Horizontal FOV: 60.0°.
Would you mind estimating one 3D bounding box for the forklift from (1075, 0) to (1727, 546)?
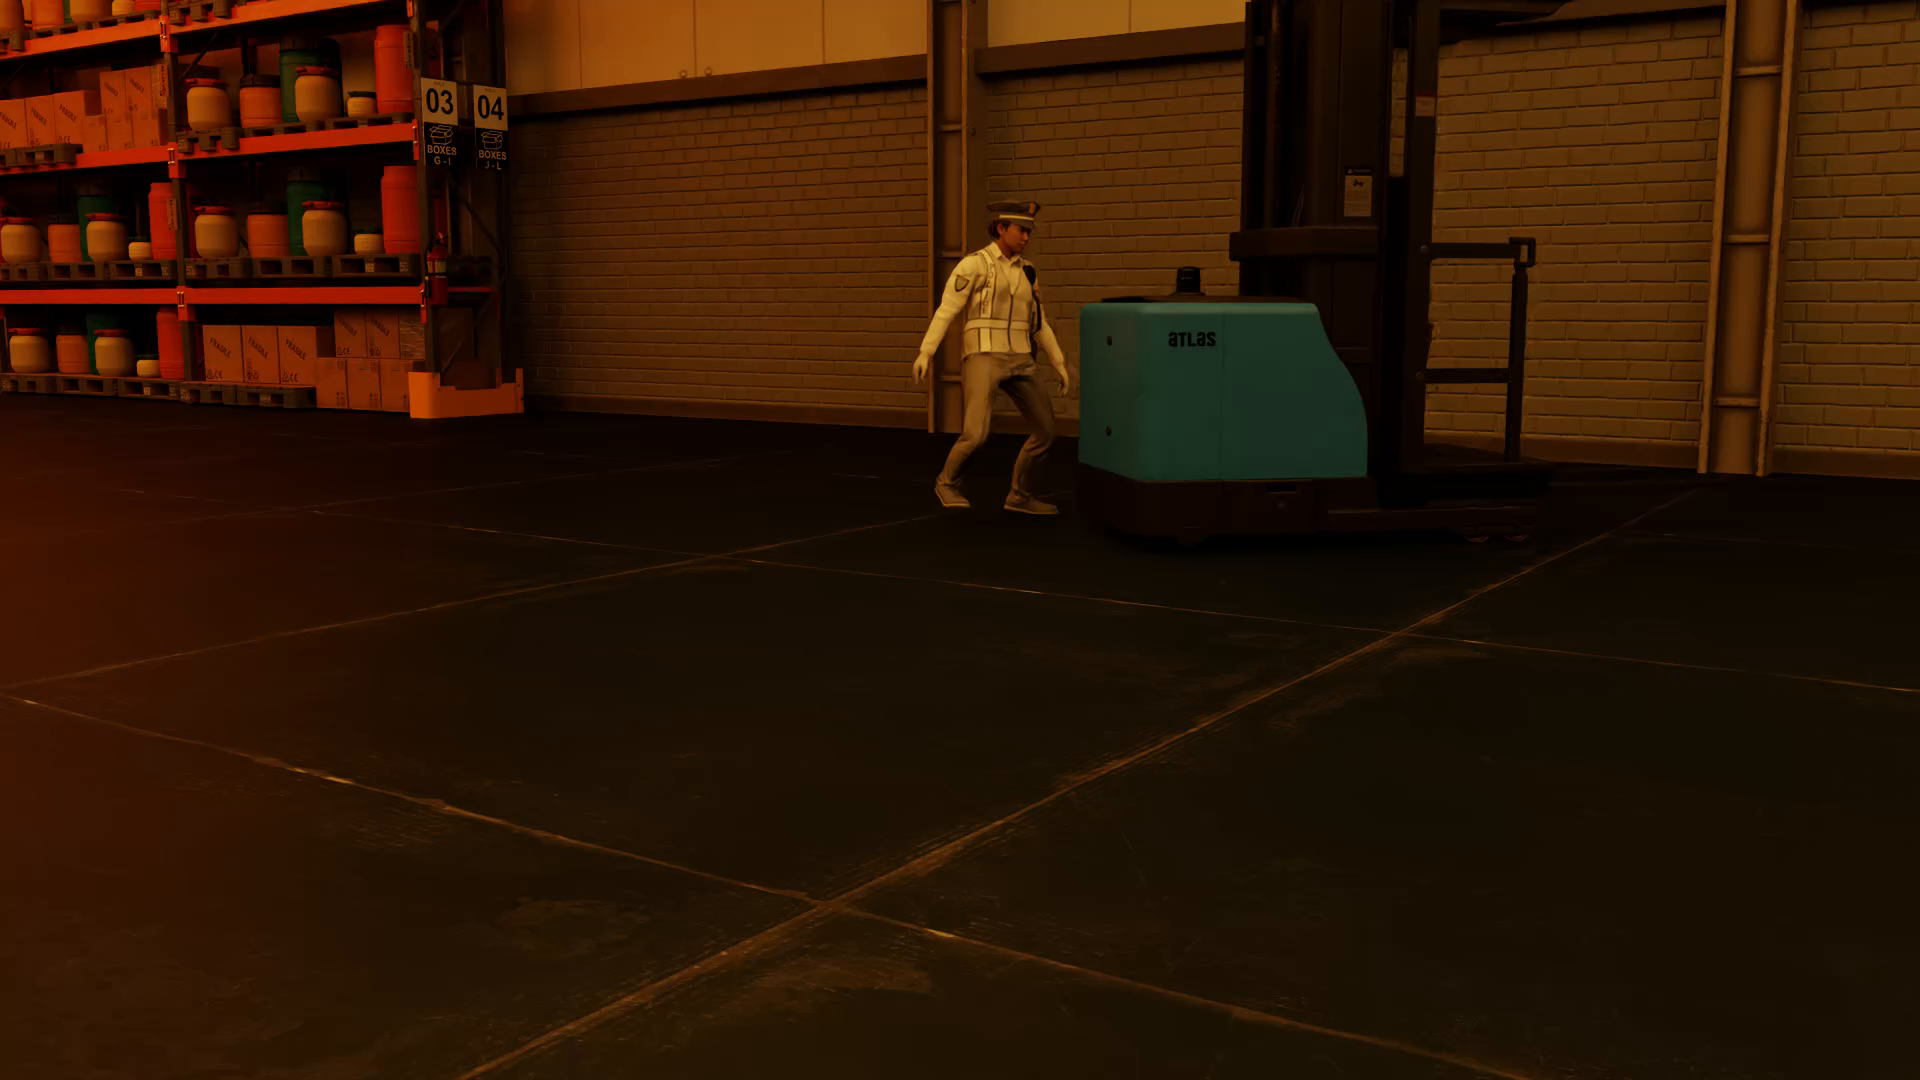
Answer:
[{"bbox_3d":[2.132,-1.508,7.795,3.031,2.935,1.130,-2,8,-13],"label":"forklift"}]

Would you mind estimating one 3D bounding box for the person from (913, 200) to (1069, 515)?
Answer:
[{"bbox_3d":[0.161,-0.886,8.276,0.817,1.587,0.460,-4,9,-27],"label":"person"}]
